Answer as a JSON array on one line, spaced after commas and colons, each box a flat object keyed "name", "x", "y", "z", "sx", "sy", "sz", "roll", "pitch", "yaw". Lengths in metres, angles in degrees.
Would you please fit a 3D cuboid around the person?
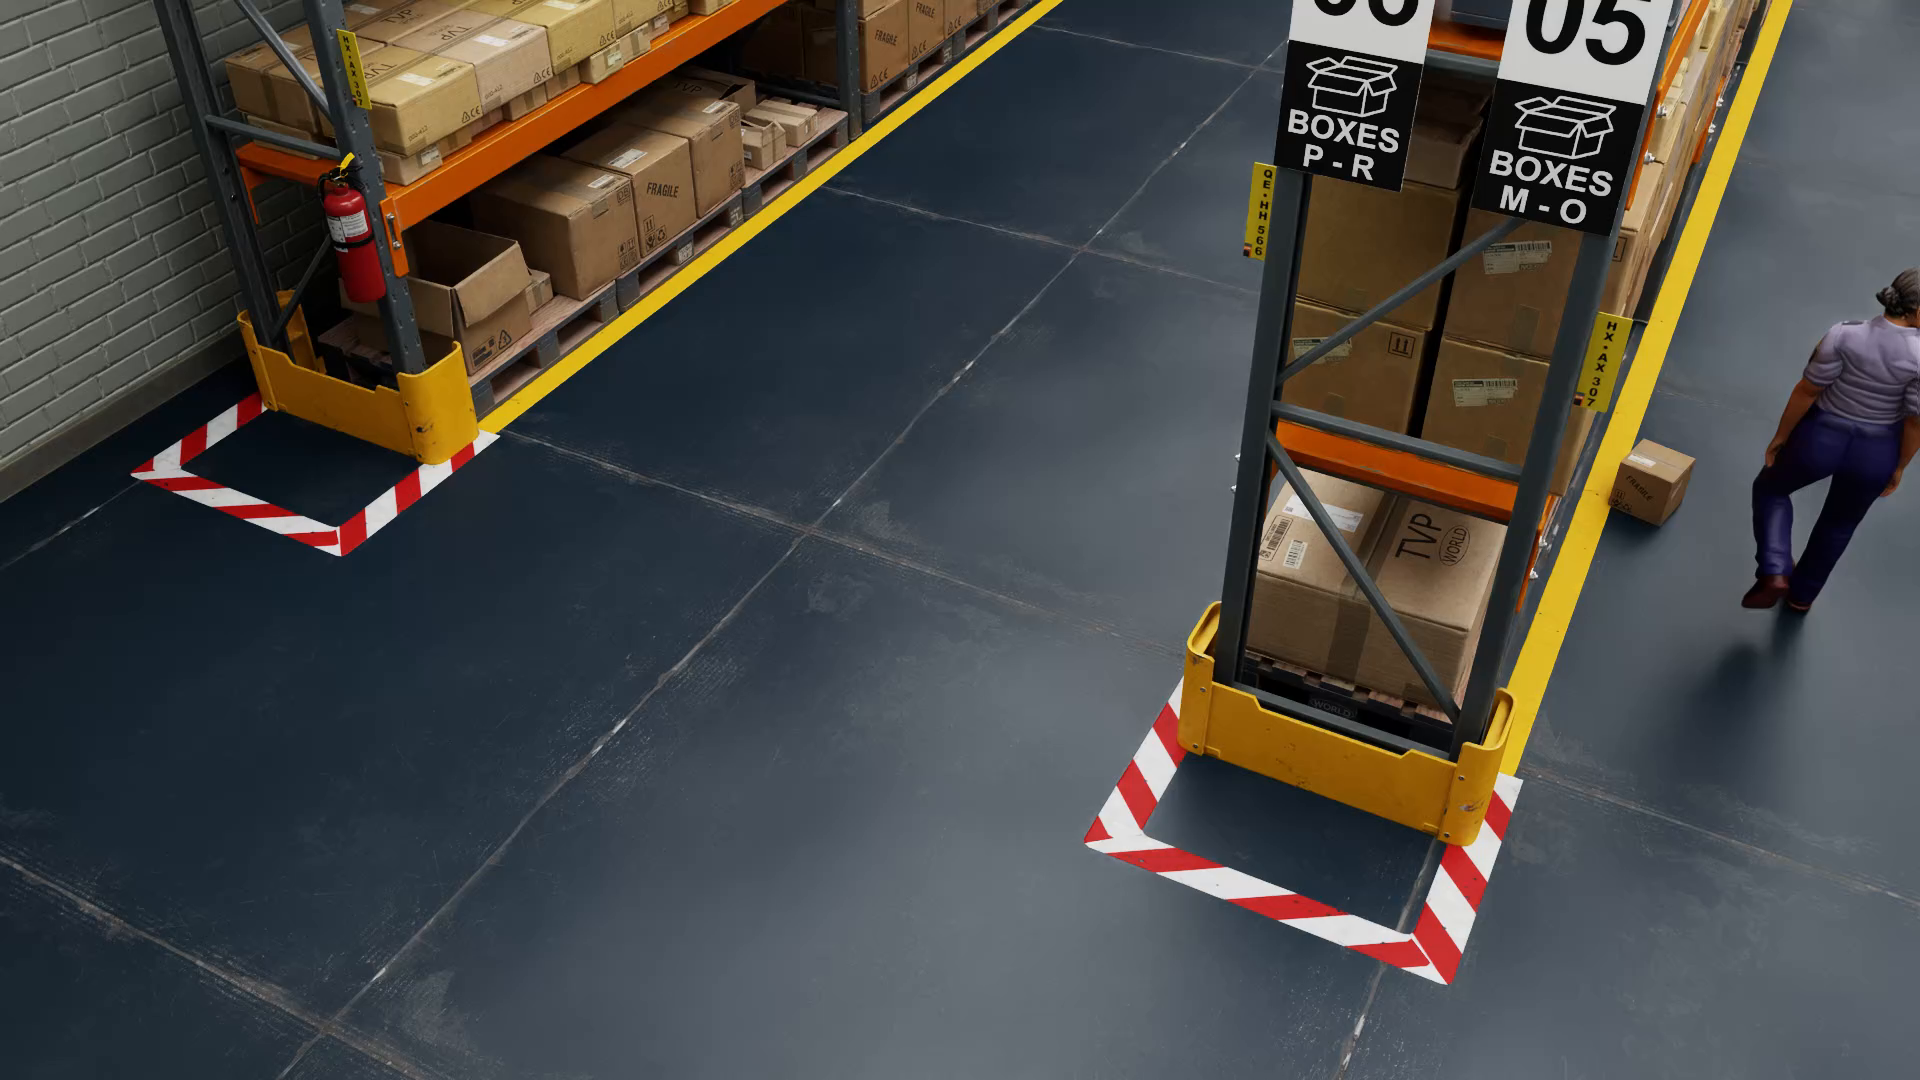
[{"name": "person", "x": 3.494, "y": -0.357, "z": 6.595, "sx": 0.500, "sy": 1.635, "sz": 0.586, "roll": 17, "pitch": 41, "yaw": 20}]
